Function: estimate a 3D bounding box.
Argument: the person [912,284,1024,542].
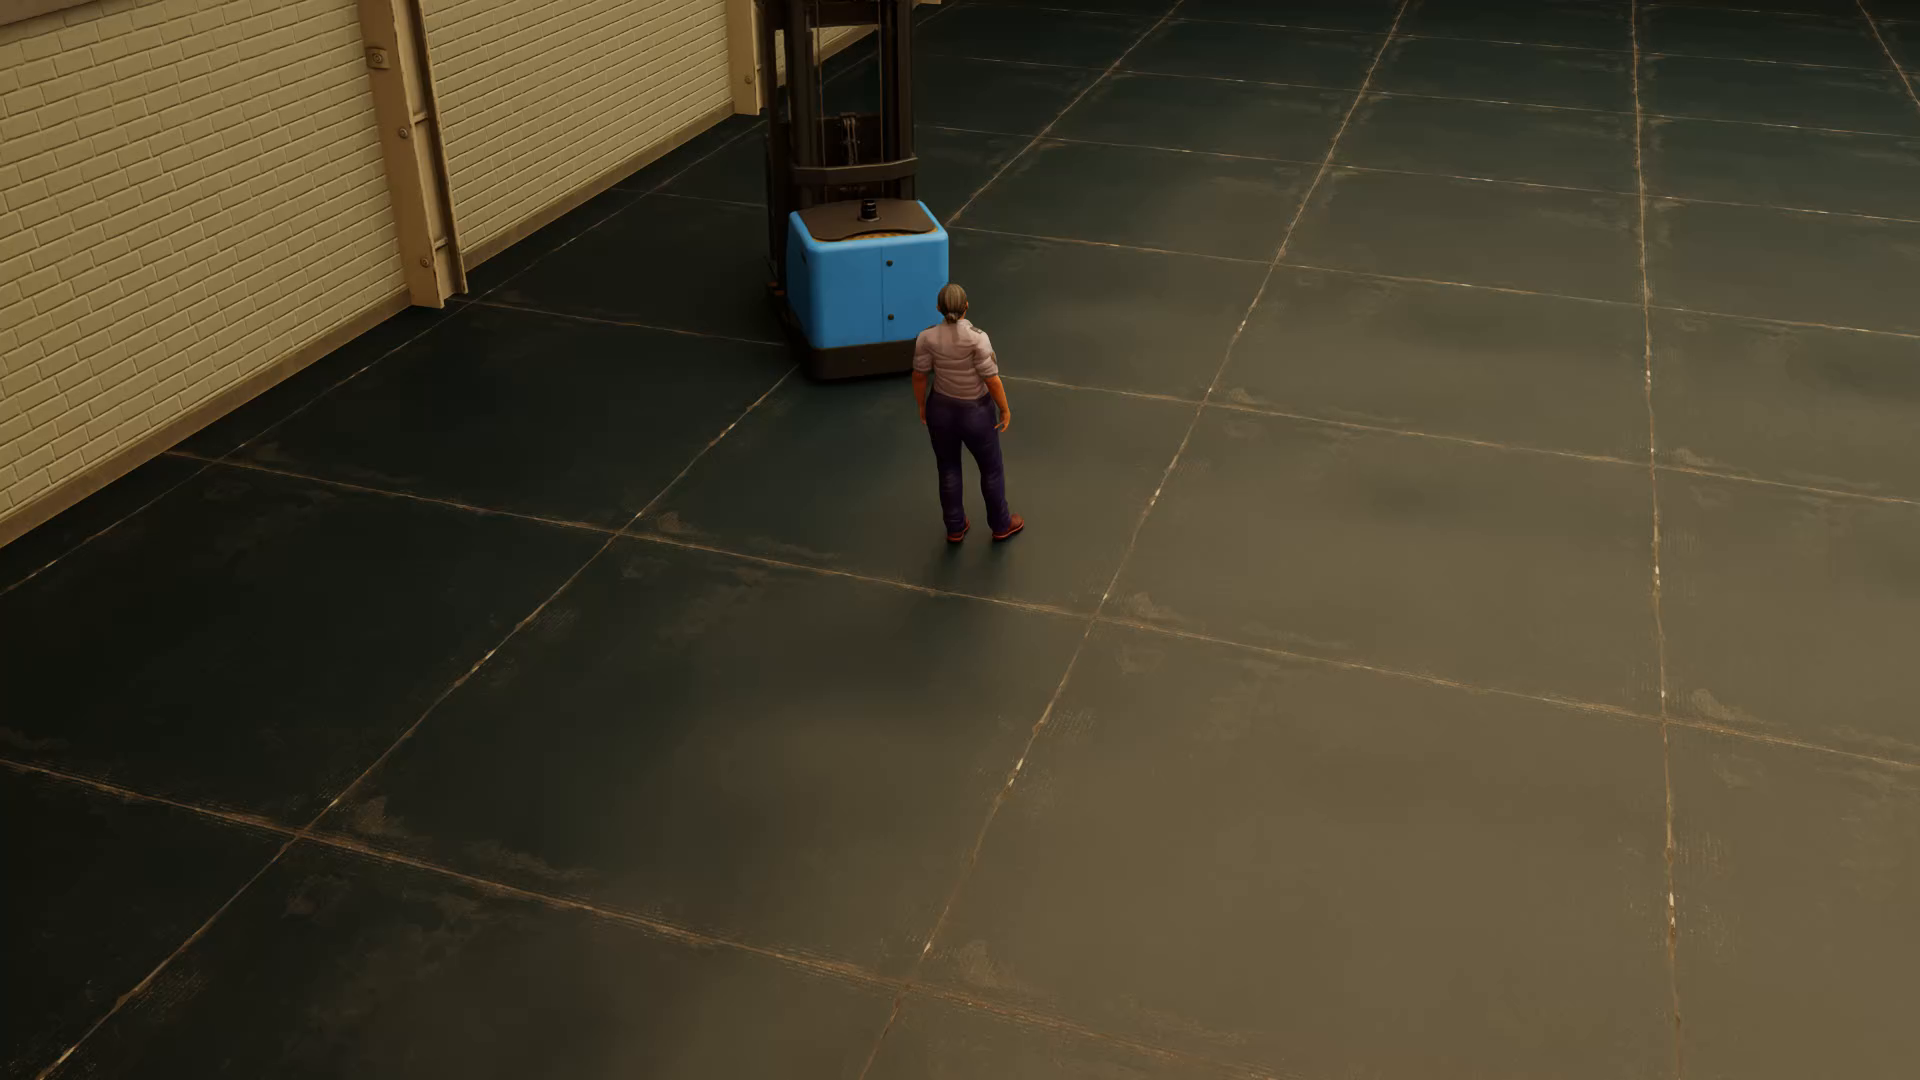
[{"bbox_3d":[0.050,-0.761,9.751,0.599,1.650,0.503,10,31,16],"label":"person"}]

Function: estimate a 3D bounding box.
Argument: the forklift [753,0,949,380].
[{"bbox_3d":[-0.945,-3.145,12.653,1.130,2.935,3.031,-8,31,-13],"label":"forklift"}]
